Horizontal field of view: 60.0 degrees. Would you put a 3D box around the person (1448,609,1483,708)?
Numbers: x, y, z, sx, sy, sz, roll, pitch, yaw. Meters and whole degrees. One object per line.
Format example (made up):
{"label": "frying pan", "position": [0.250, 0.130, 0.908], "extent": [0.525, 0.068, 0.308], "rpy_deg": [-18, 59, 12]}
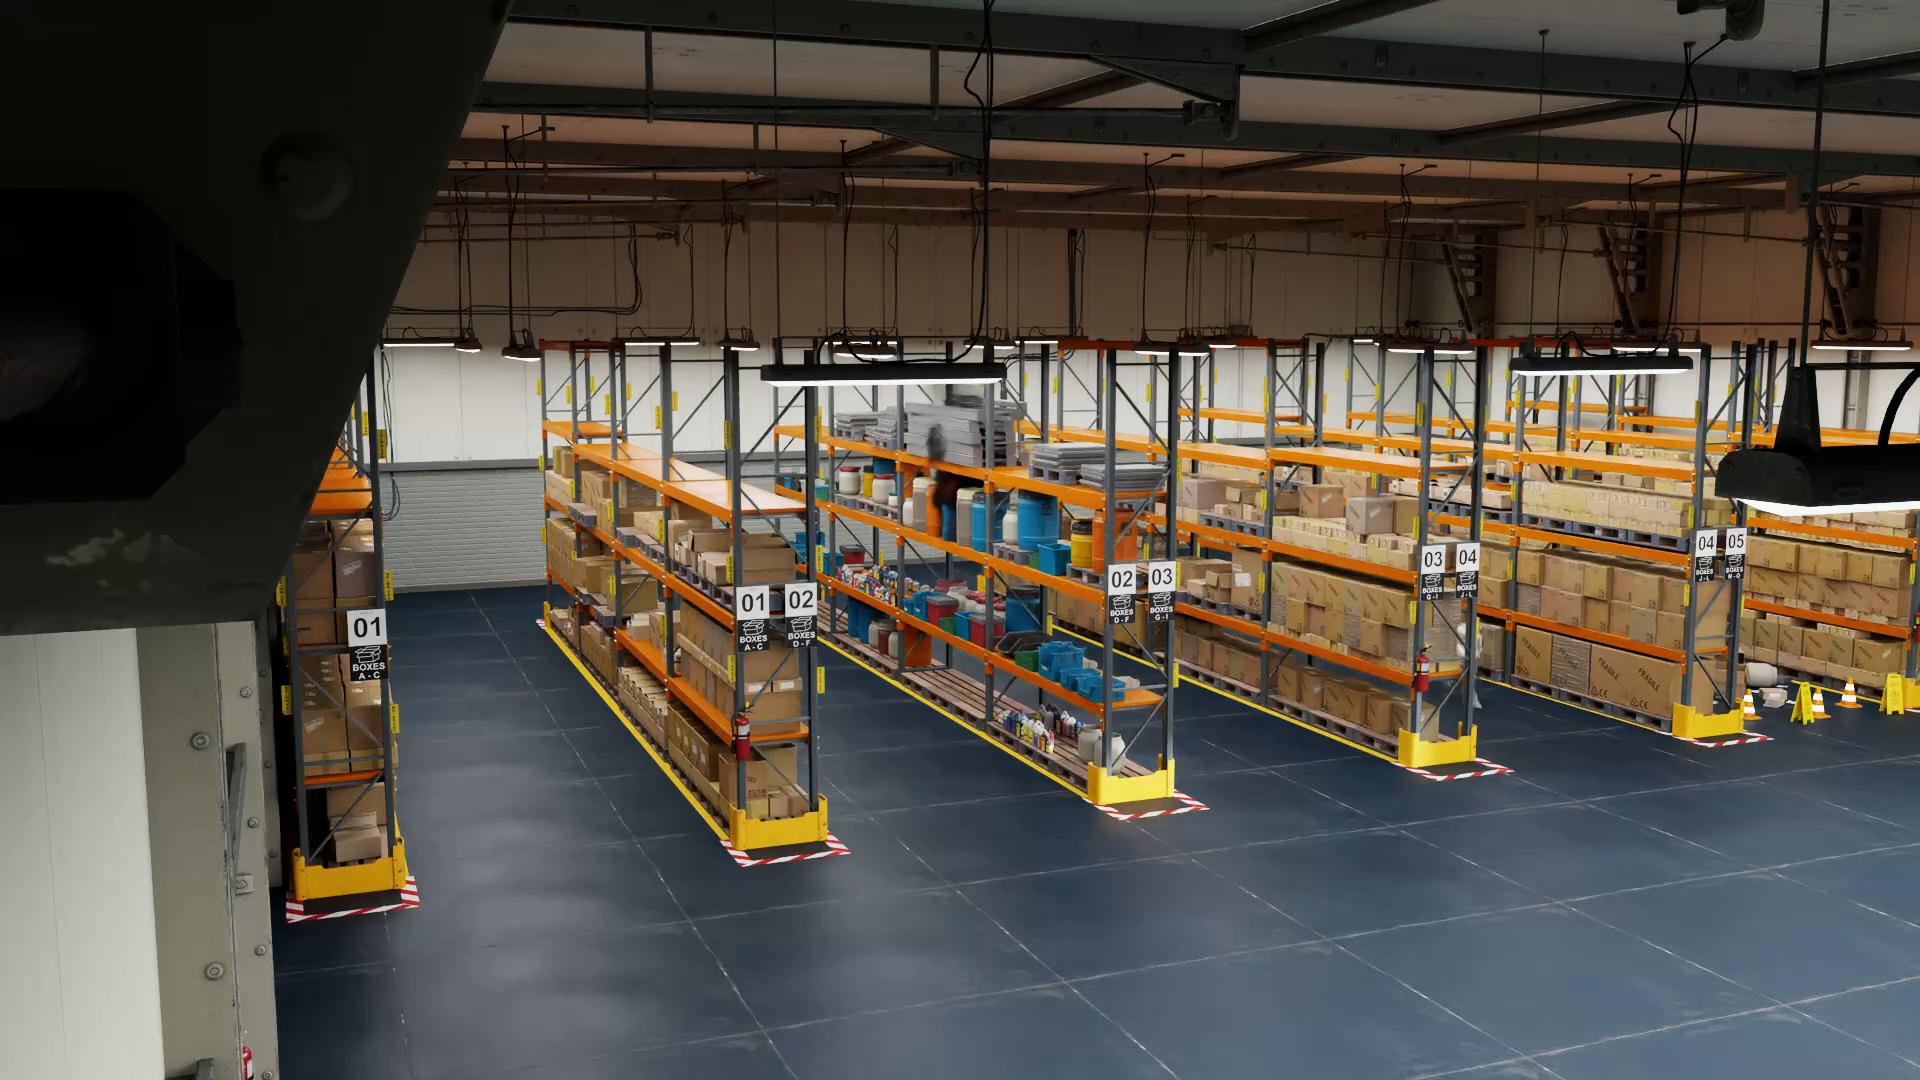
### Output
{"label": "person", "position": [8.435, 1.938, 27.772], "extent": [0.631, 1.674, 0.810], "rpy_deg": [-4, 8, -27]}
